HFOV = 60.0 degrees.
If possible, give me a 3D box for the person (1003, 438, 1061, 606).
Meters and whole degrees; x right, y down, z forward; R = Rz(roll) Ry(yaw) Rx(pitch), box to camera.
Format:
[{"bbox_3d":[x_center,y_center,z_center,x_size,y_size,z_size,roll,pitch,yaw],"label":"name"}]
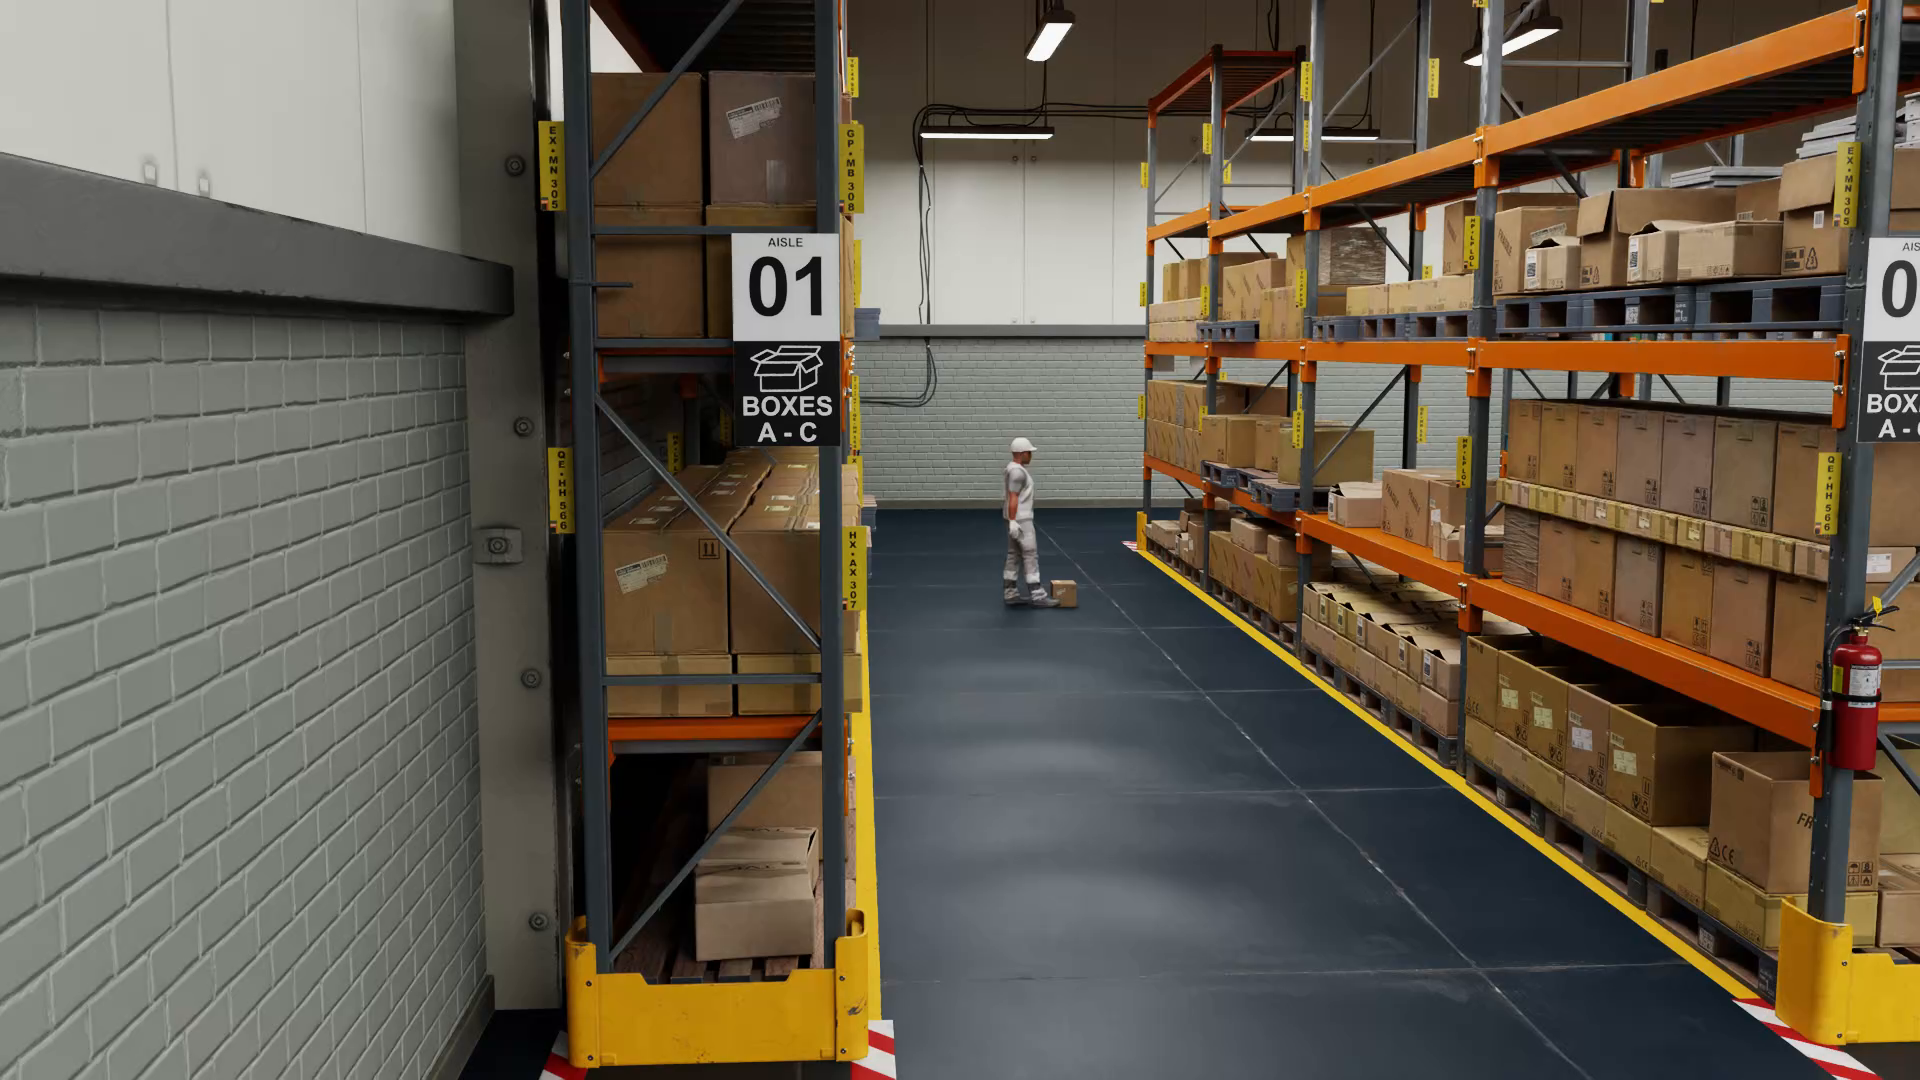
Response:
[{"bbox_3d":[0.751,-0.199,17.726,0.584,1.787,0.588,-1,7,-9],"label":"person"}]
